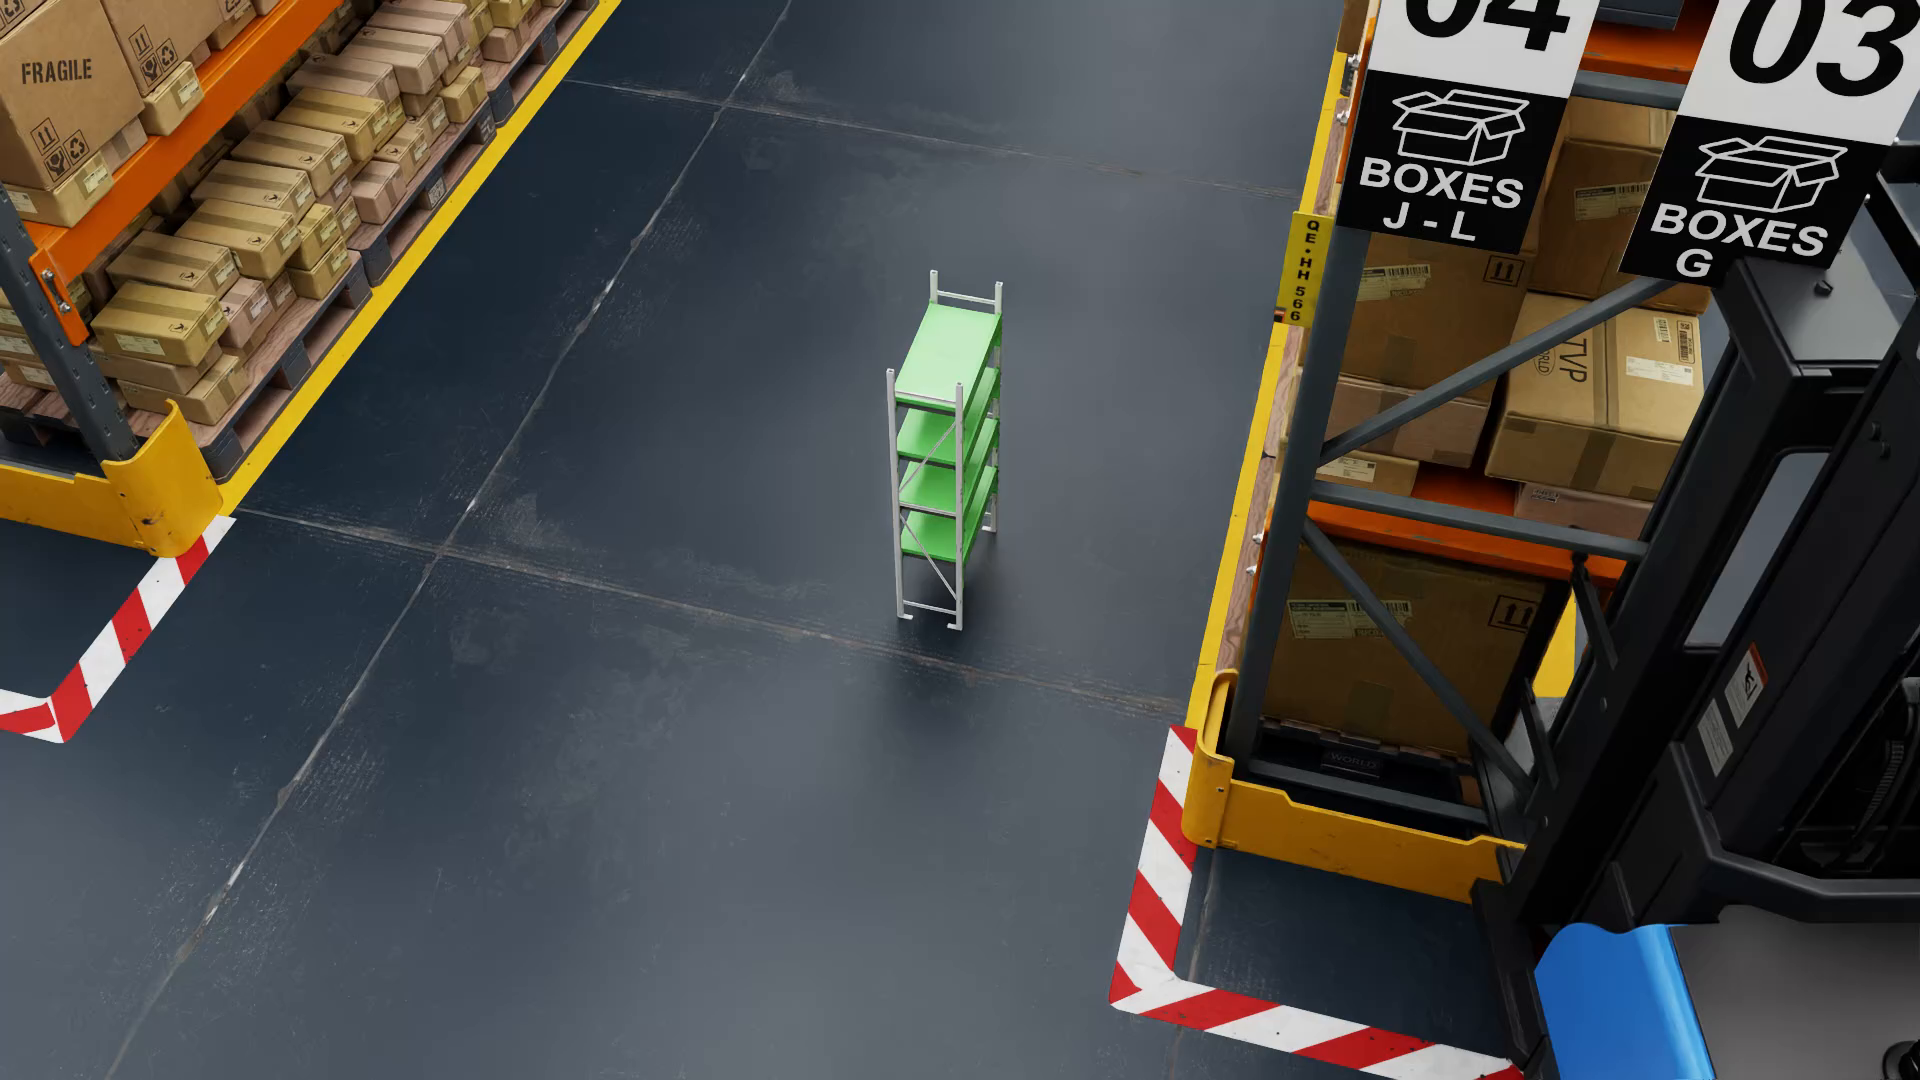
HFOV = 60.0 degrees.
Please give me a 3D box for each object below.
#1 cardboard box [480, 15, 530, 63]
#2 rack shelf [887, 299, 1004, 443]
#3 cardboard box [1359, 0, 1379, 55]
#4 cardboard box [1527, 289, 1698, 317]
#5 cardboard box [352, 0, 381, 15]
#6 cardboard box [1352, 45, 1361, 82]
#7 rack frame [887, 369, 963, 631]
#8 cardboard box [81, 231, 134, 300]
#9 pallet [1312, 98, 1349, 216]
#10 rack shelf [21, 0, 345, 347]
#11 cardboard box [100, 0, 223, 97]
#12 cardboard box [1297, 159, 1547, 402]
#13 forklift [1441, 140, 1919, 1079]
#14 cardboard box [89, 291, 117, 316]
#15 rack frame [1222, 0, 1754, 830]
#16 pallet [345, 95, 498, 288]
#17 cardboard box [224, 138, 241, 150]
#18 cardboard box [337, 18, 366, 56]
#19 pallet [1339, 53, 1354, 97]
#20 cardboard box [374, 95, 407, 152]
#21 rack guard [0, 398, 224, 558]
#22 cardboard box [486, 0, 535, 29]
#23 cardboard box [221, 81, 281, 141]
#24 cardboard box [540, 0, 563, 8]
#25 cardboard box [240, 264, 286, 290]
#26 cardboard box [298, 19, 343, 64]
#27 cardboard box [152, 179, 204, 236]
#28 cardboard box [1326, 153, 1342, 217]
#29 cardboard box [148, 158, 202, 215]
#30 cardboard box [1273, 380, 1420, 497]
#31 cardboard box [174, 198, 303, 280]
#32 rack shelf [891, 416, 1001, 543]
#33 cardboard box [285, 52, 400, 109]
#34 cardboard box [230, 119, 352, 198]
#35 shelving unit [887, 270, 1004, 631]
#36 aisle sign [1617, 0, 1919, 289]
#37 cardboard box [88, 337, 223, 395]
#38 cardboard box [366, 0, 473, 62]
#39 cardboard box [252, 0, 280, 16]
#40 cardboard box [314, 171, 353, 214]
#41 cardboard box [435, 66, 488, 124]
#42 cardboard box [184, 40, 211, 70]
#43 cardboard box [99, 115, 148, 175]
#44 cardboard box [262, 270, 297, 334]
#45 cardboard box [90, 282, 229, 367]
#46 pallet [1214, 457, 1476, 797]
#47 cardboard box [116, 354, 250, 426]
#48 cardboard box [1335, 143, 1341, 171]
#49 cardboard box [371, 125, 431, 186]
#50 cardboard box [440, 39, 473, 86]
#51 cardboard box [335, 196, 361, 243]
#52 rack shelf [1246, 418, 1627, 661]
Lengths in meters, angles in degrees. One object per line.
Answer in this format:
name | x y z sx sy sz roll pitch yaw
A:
cardboard box | -2.315 -2.460 8.042 0.380 0.149 0.250 10 49 9
rack shelf | -0.044 -0.553 5.383 0.258 0.148 0.480 12 50 10
cardboard box | 1.594 -1.610 5.572 0.500 0.250 0.500 12 50 10
cardboard box | 1.839 -0.766 4.827 0.500 0.250 0.500 11 49 10
cardboard box | -2.870 -2.602 7.770 0.380 0.149 0.250 10 49 9
cardboard box | 1.567 -1.580 5.811 0.380 0.149 0.250 10 49 9
rack frame | -0.108 -0.101 5.539 0.240 1.200 0.015 12 50 10
cardboard box | -3.421 -1.093 6.439 0.380 0.149 0.250 12 50 11
pallet | 2.099 -1.482 7.417 1.003 0.211 1.213 12 50 10
rack shelf | -2.911 -2.306 6.765 1.077 0.370 4.000 12 50 10
cardboard box | -2.936 -1.891 5.654 0.500 0.500 0.500 12 50 10
cardboard box | 1.196 -0.747 4.310 0.500 0.500 0.500 12 50 10
forklift | 2.147 0.127 4.183 1.130 2.935 3.031 0 49 0
cardboard box | -3.453 -1.008 6.562 0.380 0.149 0.250 11 49 9
rack frame | 1.321 -0.046 4.290 1.000 3.000 0.127 12 50 10
pallet | -2.846 -1.690 7.601 1.003 0.211 1.213 12 50 10
cardboard box | -3.229 -1.765 7.230 0.380 0.149 0.250 14 50 12
cardboard box | -2.967 -2.313 7.714 0.380 0.149 0.250 14 50 12
pallet | 2.505 -2.589 8.394 1.003 0.211 1.213 12 50 10
cardboard box | -2.683 -1.874 7.326 0.380 0.149 0.250 14 50 12
rack guard | -3.417 -0.325 6.204 1.175 0.500 0.348 12 50 10
cardboard box | -2.273 -2.599 7.966 0.380 0.149 0.250 10 49 9
cardboard box | -3.152 -1.855 7.111 0.380 0.149 0.250 10 49 9
cardboard box | -2.159 -2.836 8.373 0.380 0.149 0.250 12 50 11
cardboard box | -2.946 -1.101 6.644 0.380 0.149 0.250 12 50 11
cardboard box | -3.008 -2.220 7.434 0.380 0.149 0.250 10 49 8
cardboard box | -3.268 -1.380 6.890 0.380 0.149 0.250 11 49 10
cardboard box | 1.327 -0.864 4.914 0.500 0.250 0.500 11 49 9
cardboard box | -3.346 -1.481 6.781 0.380 0.149 0.250 10 49 9
cardboard box | 1.097 -0.285 4.669 0.380 0.149 0.250 12 50 11
cardboard box | -2.825 -1.182 6.517 0.380 0.149 0.250 11 50 10
rack shelf | -0.044 -0.235 5.742 0.258 0.148 0.480 12 50 10
cardboard box | -2.670 -1.959 7.202 0.380 0.149 0.250 12 50 10
cardboard box | -2.758 -1.577 6.865 0.380 0.149 0.250 13 50 12
shelving unit | -0.044 -0.277 5.694 0.258 1.200 0.503 12 50 10
aisle sign | 1.592 -0.795 3.217 0.394 0.787 0.004 12 50 10
cardboard box | -3.052 -0.720 6.308 0.380 0.149 0.250 13 50 12
cardboard box | -2.440 -2.314 7.516 0.380 0.149 0.250 9 49 8
cardboard box | -2.763 -2.139 6.305 0.380 0.149 0.250 11 49 9
cardboard box | -2.796 -1.476 6.975 0.380 0.149 0.250 9 49 8
cardboard box | -2.431 -2.087 7.713 0.380 0.149 0.250 11 50 10
cardboard box | -2.950 -1.775 5.983 0.380 0.149 0.250 14 50 12
cardboard box | -3.009 -1.376 5.632 0.380 0.149 0.250 13 50 11
cardboard box | -2.942 -0.995 6.749 0.380 0.149 0.250 12 50 10
cardboard box | -2.971 -0.802 6.182 0.380 0.149 0.250 10 49 8
pallet | 1.456 0.283 5.859 1.003 0.211 1.213 12 50 10
cardboard box | -2.990 -0.609 6.408 0.380 0.149 0.250 12 50 11
cardboard box | 1.433 -1.212 5.486 0.380 0.149 0.250 12 50 10
cardboard box | -2.596 -1.731 7.398 0.380 0.149 0.250 12 50 10
cardboard box | -2.482 -2.249 7.657 0.380 0.149 0.250 13 50 11
cardboard box | -2.794 -1.362 7.073 0.380 0.149 0.250 12 50 10
rack shelf | 1.848 -1.254 5.836 1.077 0.370 4.000 12 50 10
